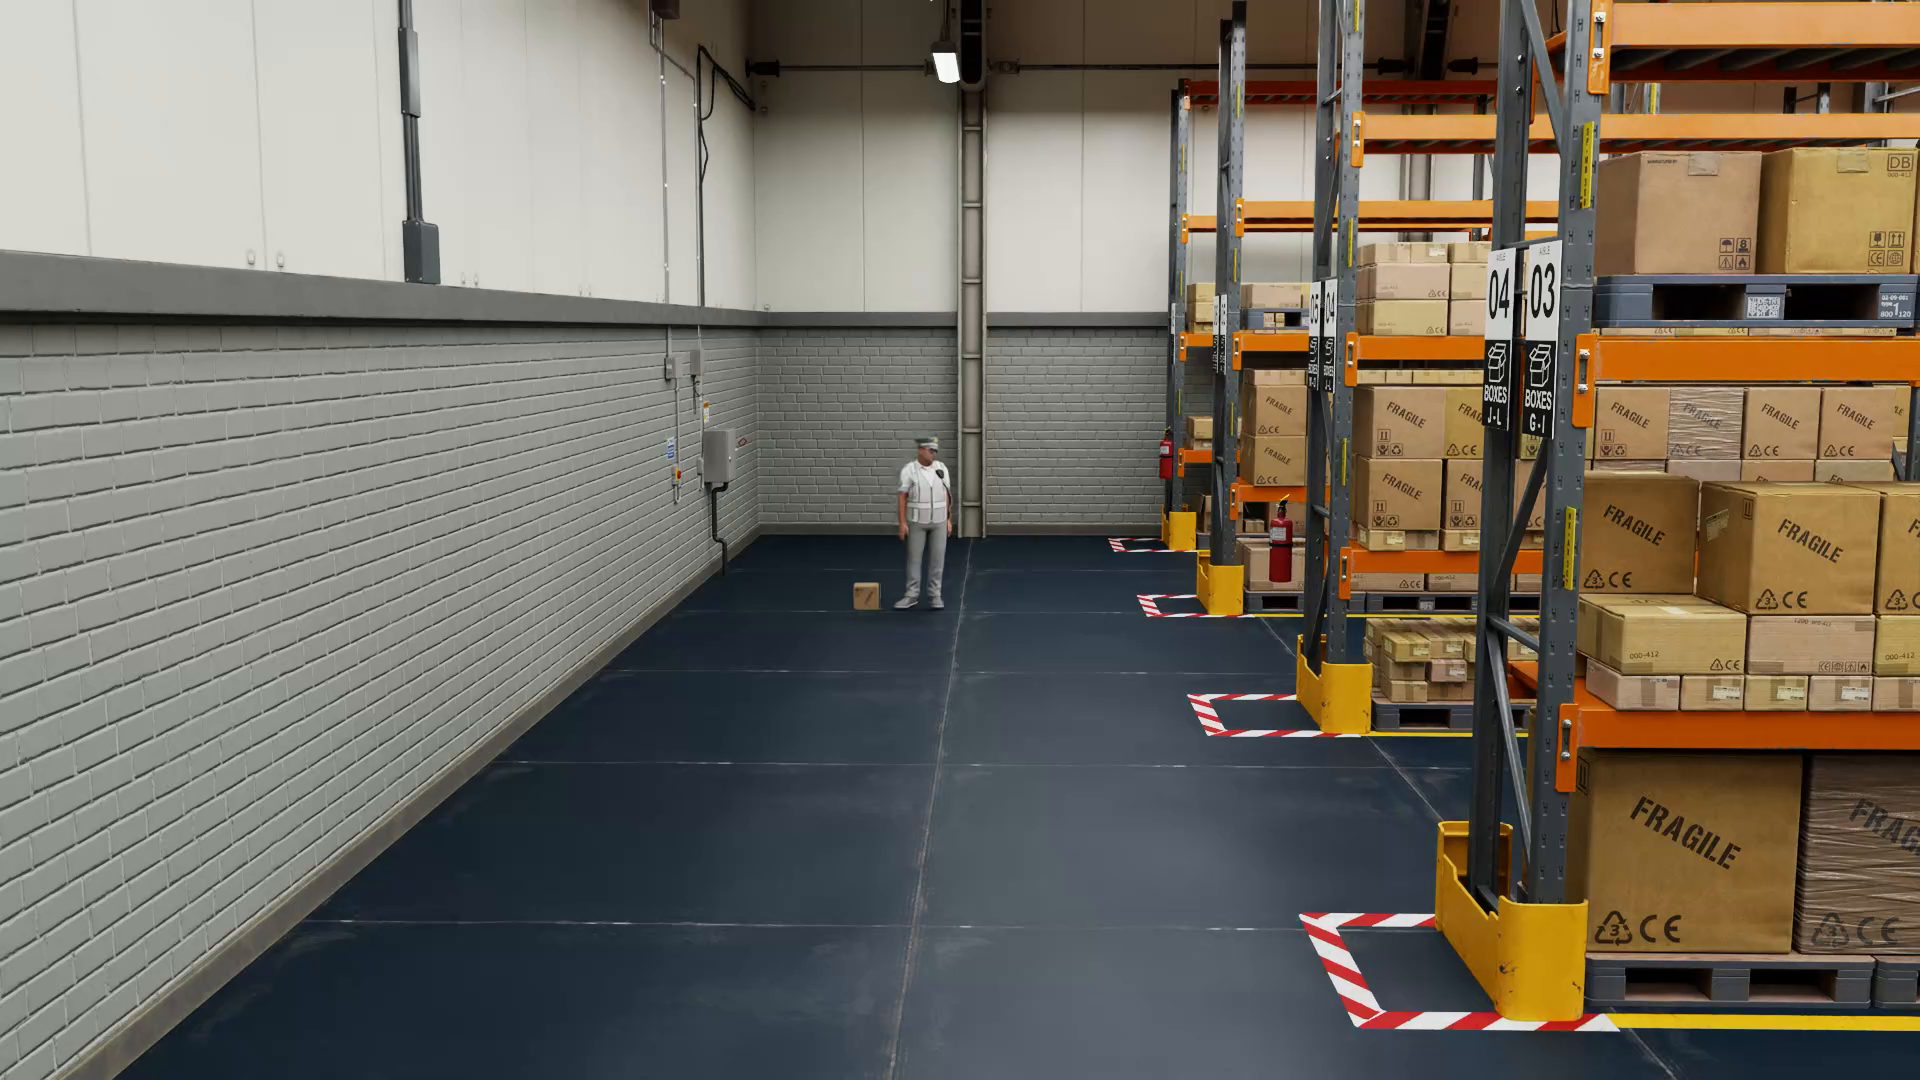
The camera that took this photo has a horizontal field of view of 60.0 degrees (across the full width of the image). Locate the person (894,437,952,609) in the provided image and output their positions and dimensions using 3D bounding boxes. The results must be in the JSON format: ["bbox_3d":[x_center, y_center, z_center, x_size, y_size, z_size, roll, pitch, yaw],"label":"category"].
[{"bbox_3d":[-0.376,-0.179,16.976,0.615,1.760,0.399,-2,7,-16],"label":"person"}]
